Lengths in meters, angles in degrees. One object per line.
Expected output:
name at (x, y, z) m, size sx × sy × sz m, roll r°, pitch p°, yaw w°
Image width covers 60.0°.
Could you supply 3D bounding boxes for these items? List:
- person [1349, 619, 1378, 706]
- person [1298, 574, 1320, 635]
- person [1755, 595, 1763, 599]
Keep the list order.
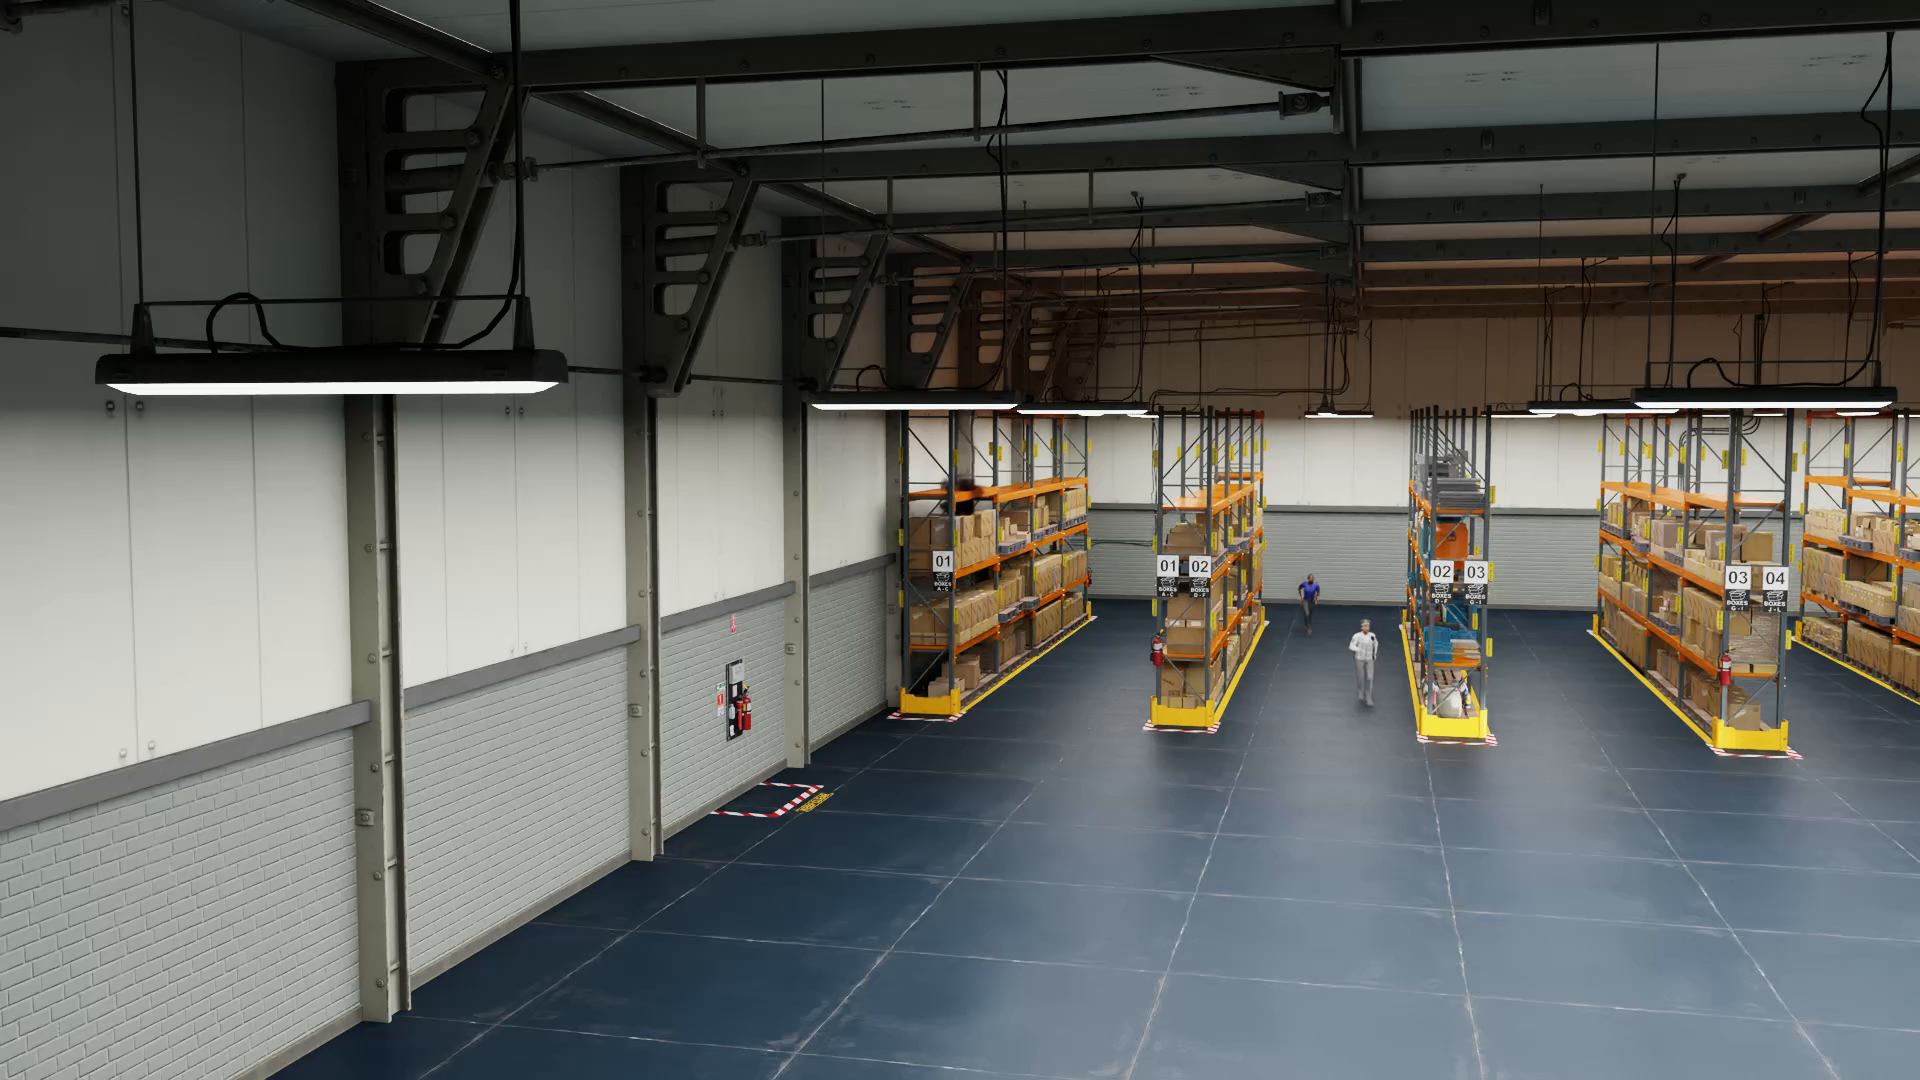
person at (8.192, 2.461, 33.736) m, size 0.596 × 1.739 × 0.764 m, roll 0°, pitch 4°, yaw 6°
person at (9.399, 1.693, 44.770) m, size 0.584 × 1.614 × 1.020 m, roll 0°, pitch 4°, yaw 5°
person at (20.820, 1.799, 43.407) m, size 0.582 × 1.651 × 0.774 m, roll 2°, pitch 5°, yaw 31°
